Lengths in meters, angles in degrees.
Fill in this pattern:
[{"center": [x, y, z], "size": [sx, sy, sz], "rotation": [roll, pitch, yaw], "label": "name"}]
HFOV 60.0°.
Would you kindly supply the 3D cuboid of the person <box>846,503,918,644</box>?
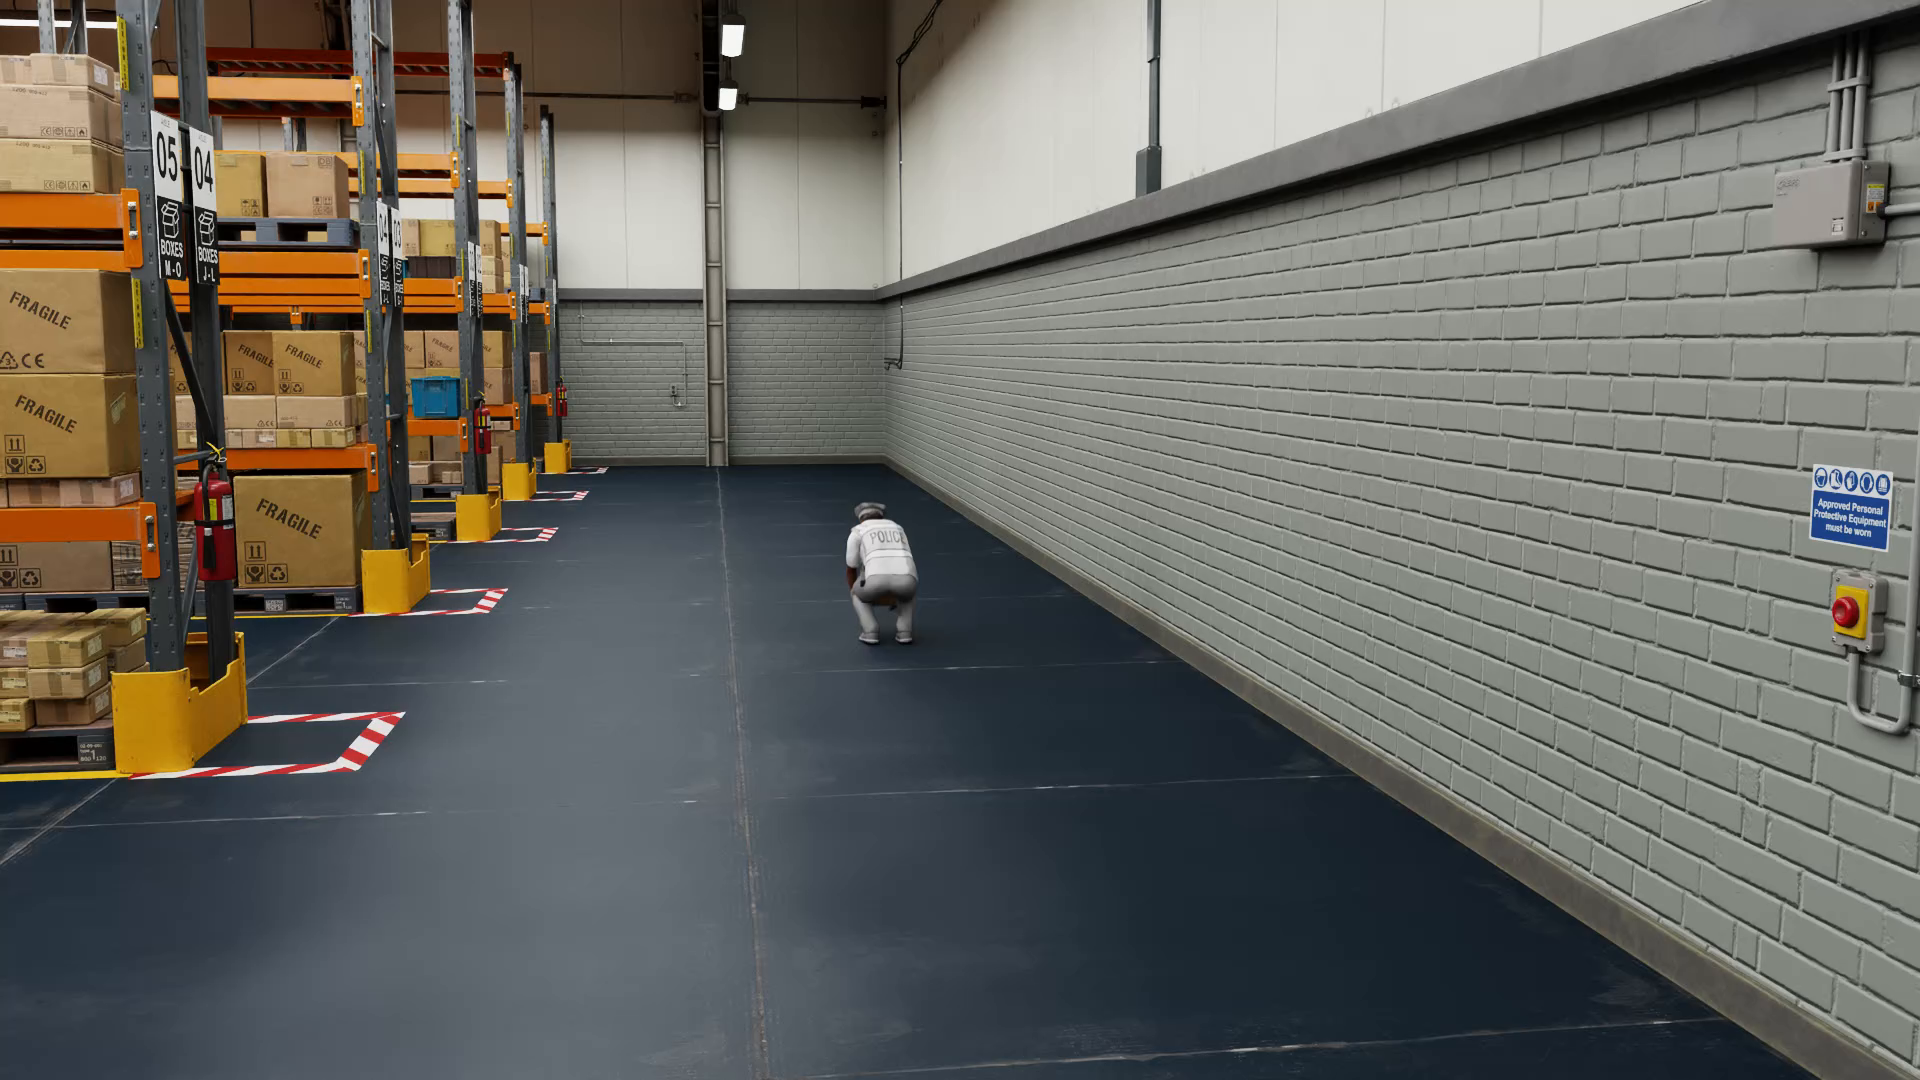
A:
[{"center": [-0.558, 0.233, 11.886], "size": [0.483, 0.968, 0.836], "rotation": [-1, 7, -9], "label": "person"}]
